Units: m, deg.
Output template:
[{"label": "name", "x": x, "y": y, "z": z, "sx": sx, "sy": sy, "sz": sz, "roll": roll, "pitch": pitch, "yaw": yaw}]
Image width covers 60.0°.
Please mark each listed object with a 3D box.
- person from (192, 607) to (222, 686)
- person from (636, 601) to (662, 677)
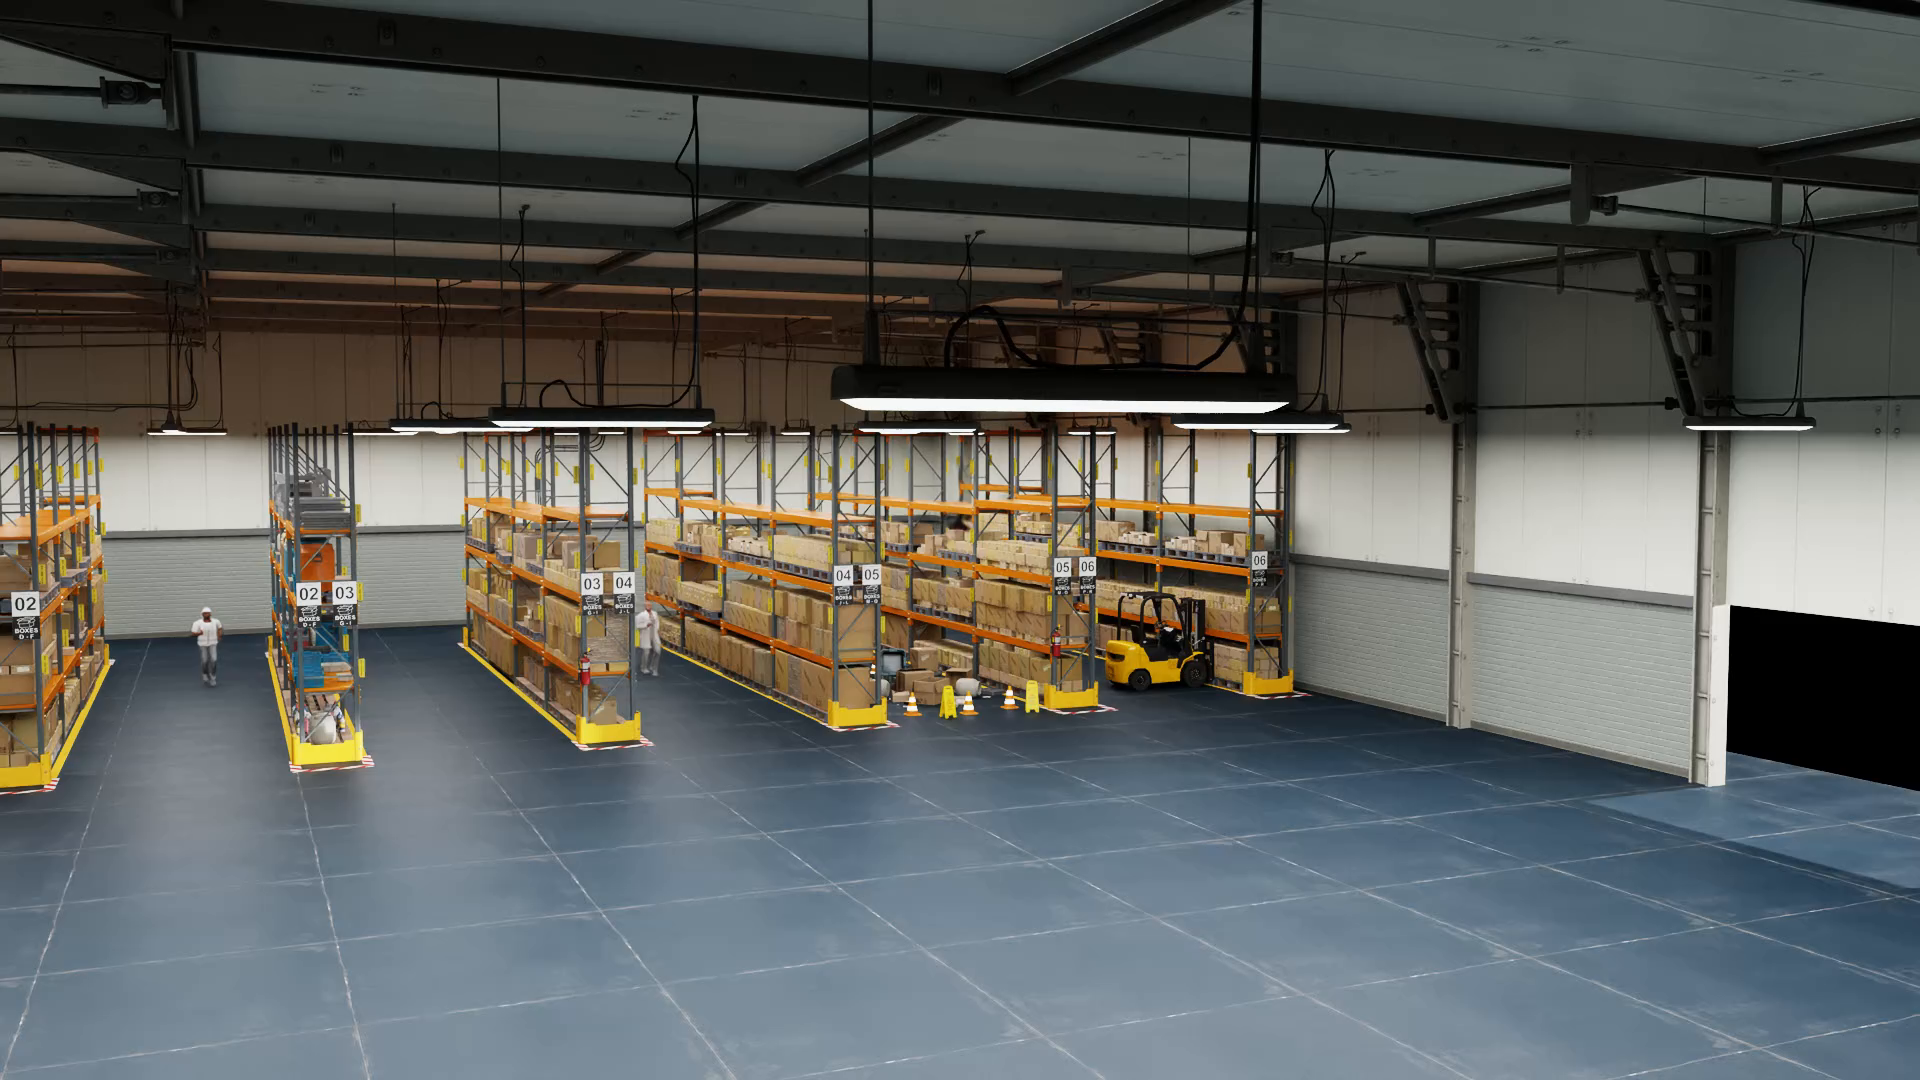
[{"label": "person", "x": -17.491, "y": 2.472, "z": 38.661, "sx": 0.677, "sy": 1.823, "sz": 0.738, "roll": -2, "pitch": 4, "yaw": -29}, {"label": "person", "x": -7.482, "y": 2.388, "z": 40.122, "sx": 0.685, "sy": 1.826, "sz": 0.777, "roll": -2, "pitch": 4, "yaw": -33}]
